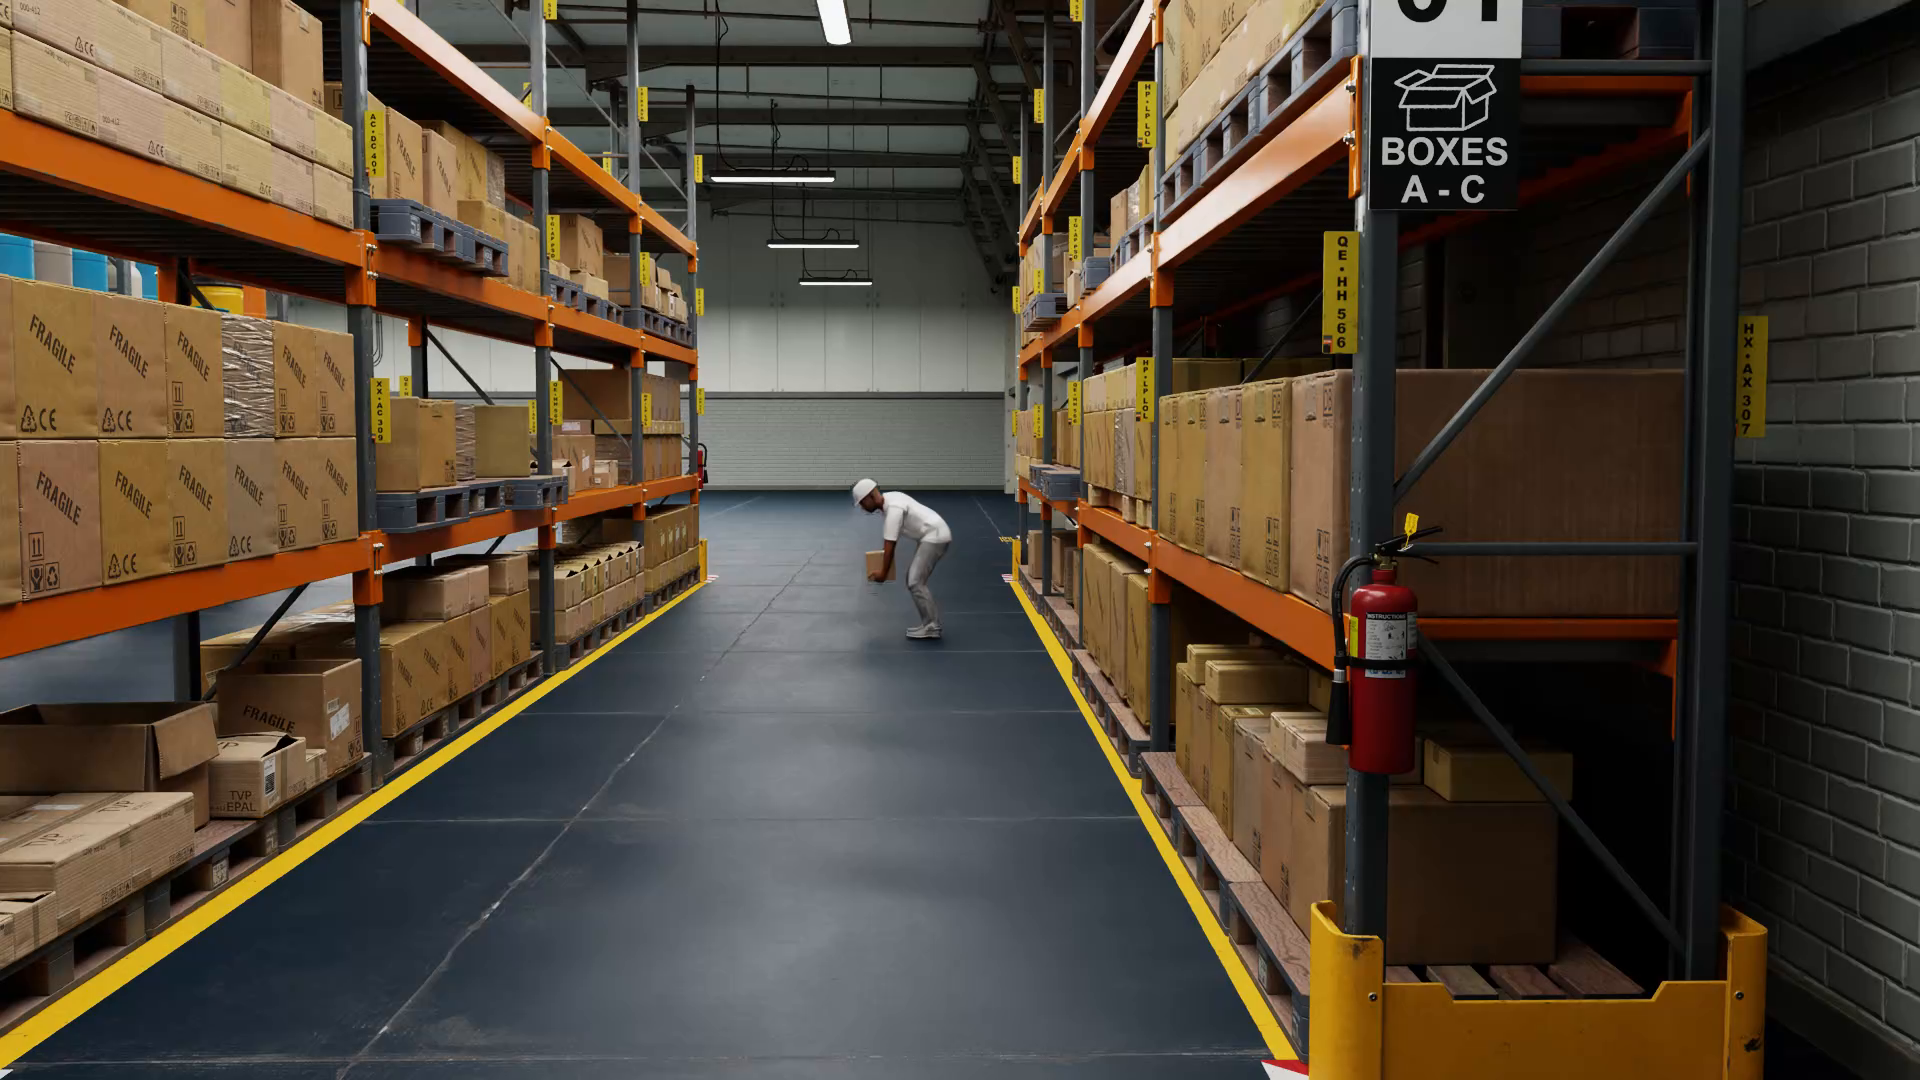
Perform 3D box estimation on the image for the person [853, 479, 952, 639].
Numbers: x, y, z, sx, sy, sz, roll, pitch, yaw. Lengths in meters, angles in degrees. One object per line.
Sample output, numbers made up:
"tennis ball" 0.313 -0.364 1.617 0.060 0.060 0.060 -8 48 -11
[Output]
"person" -0.511 0.161 14.800 0.881 1.410 0.489 0 4 -3
